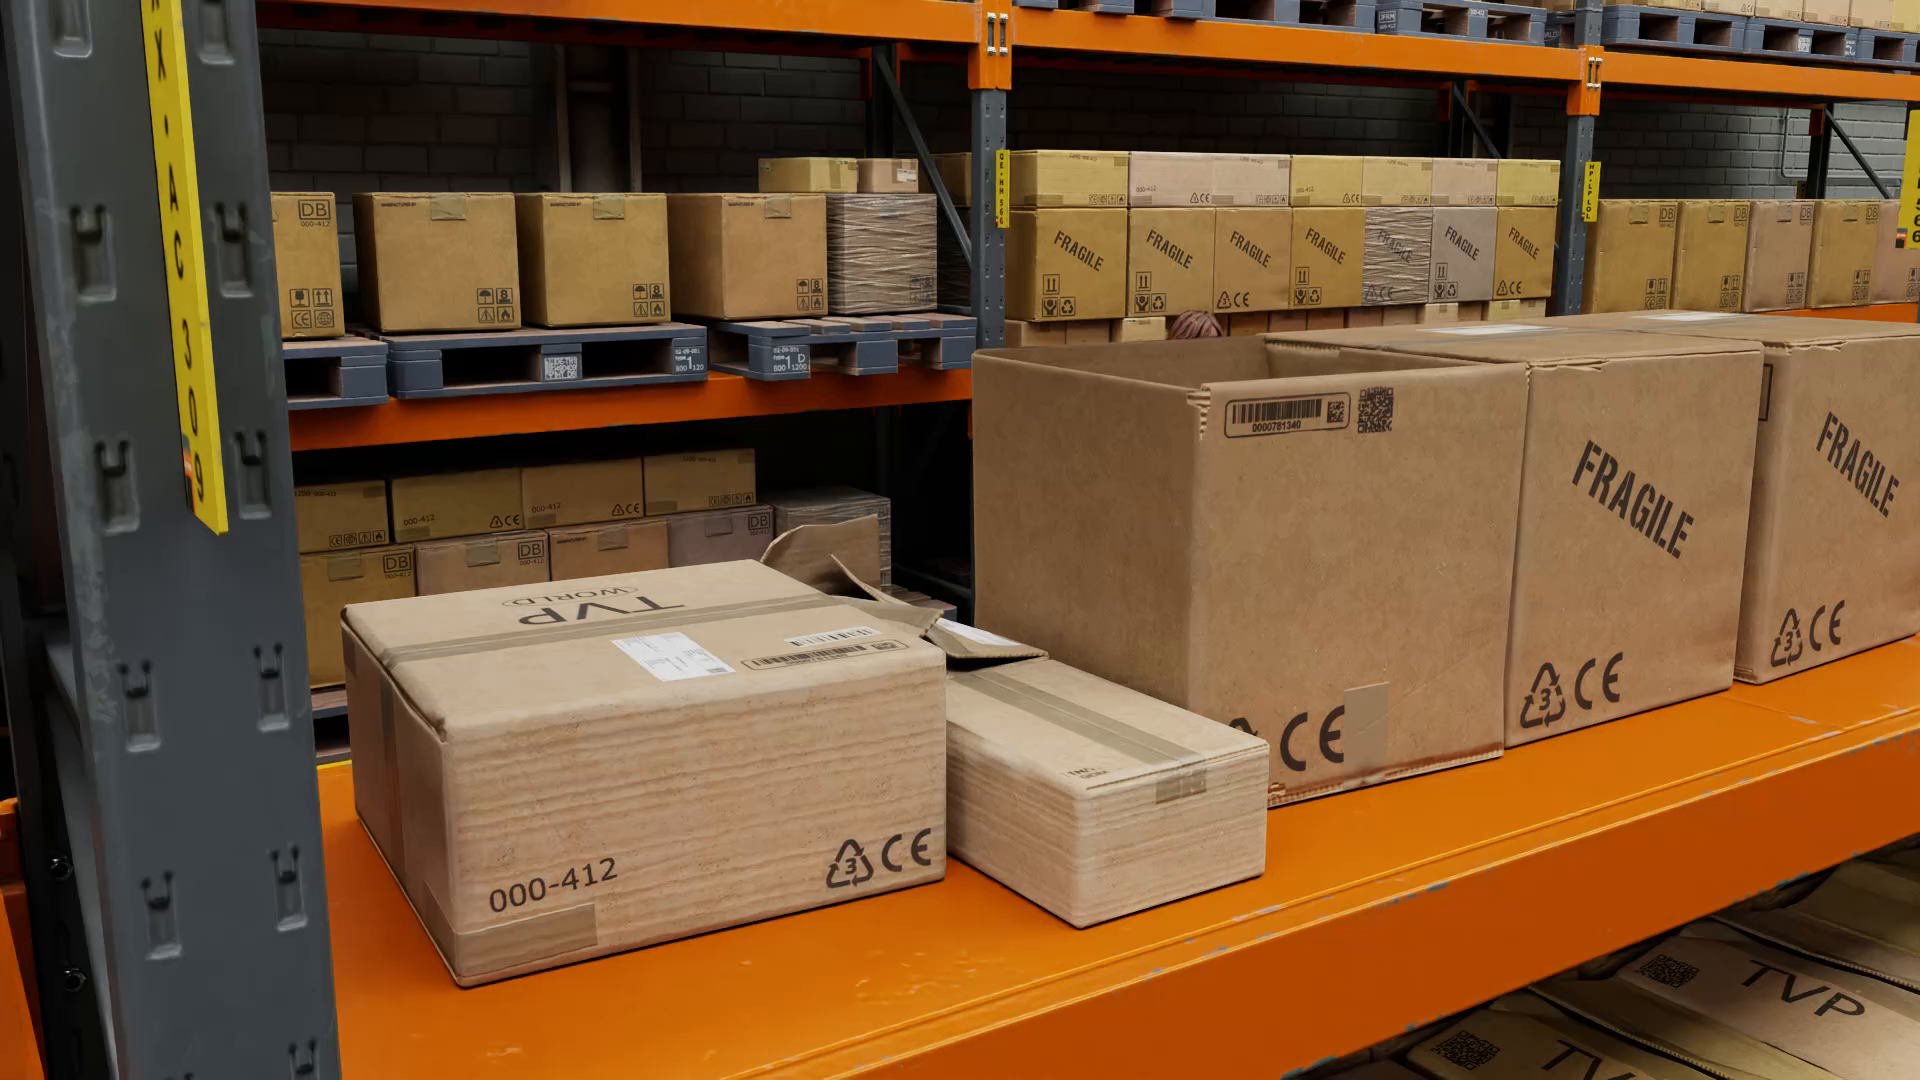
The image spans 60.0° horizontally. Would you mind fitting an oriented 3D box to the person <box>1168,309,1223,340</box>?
[{"bbox_3d":[0.837,-0.084,6.383,0.460,1.594,0.336,-8,14,-35],"label":"person"}]
